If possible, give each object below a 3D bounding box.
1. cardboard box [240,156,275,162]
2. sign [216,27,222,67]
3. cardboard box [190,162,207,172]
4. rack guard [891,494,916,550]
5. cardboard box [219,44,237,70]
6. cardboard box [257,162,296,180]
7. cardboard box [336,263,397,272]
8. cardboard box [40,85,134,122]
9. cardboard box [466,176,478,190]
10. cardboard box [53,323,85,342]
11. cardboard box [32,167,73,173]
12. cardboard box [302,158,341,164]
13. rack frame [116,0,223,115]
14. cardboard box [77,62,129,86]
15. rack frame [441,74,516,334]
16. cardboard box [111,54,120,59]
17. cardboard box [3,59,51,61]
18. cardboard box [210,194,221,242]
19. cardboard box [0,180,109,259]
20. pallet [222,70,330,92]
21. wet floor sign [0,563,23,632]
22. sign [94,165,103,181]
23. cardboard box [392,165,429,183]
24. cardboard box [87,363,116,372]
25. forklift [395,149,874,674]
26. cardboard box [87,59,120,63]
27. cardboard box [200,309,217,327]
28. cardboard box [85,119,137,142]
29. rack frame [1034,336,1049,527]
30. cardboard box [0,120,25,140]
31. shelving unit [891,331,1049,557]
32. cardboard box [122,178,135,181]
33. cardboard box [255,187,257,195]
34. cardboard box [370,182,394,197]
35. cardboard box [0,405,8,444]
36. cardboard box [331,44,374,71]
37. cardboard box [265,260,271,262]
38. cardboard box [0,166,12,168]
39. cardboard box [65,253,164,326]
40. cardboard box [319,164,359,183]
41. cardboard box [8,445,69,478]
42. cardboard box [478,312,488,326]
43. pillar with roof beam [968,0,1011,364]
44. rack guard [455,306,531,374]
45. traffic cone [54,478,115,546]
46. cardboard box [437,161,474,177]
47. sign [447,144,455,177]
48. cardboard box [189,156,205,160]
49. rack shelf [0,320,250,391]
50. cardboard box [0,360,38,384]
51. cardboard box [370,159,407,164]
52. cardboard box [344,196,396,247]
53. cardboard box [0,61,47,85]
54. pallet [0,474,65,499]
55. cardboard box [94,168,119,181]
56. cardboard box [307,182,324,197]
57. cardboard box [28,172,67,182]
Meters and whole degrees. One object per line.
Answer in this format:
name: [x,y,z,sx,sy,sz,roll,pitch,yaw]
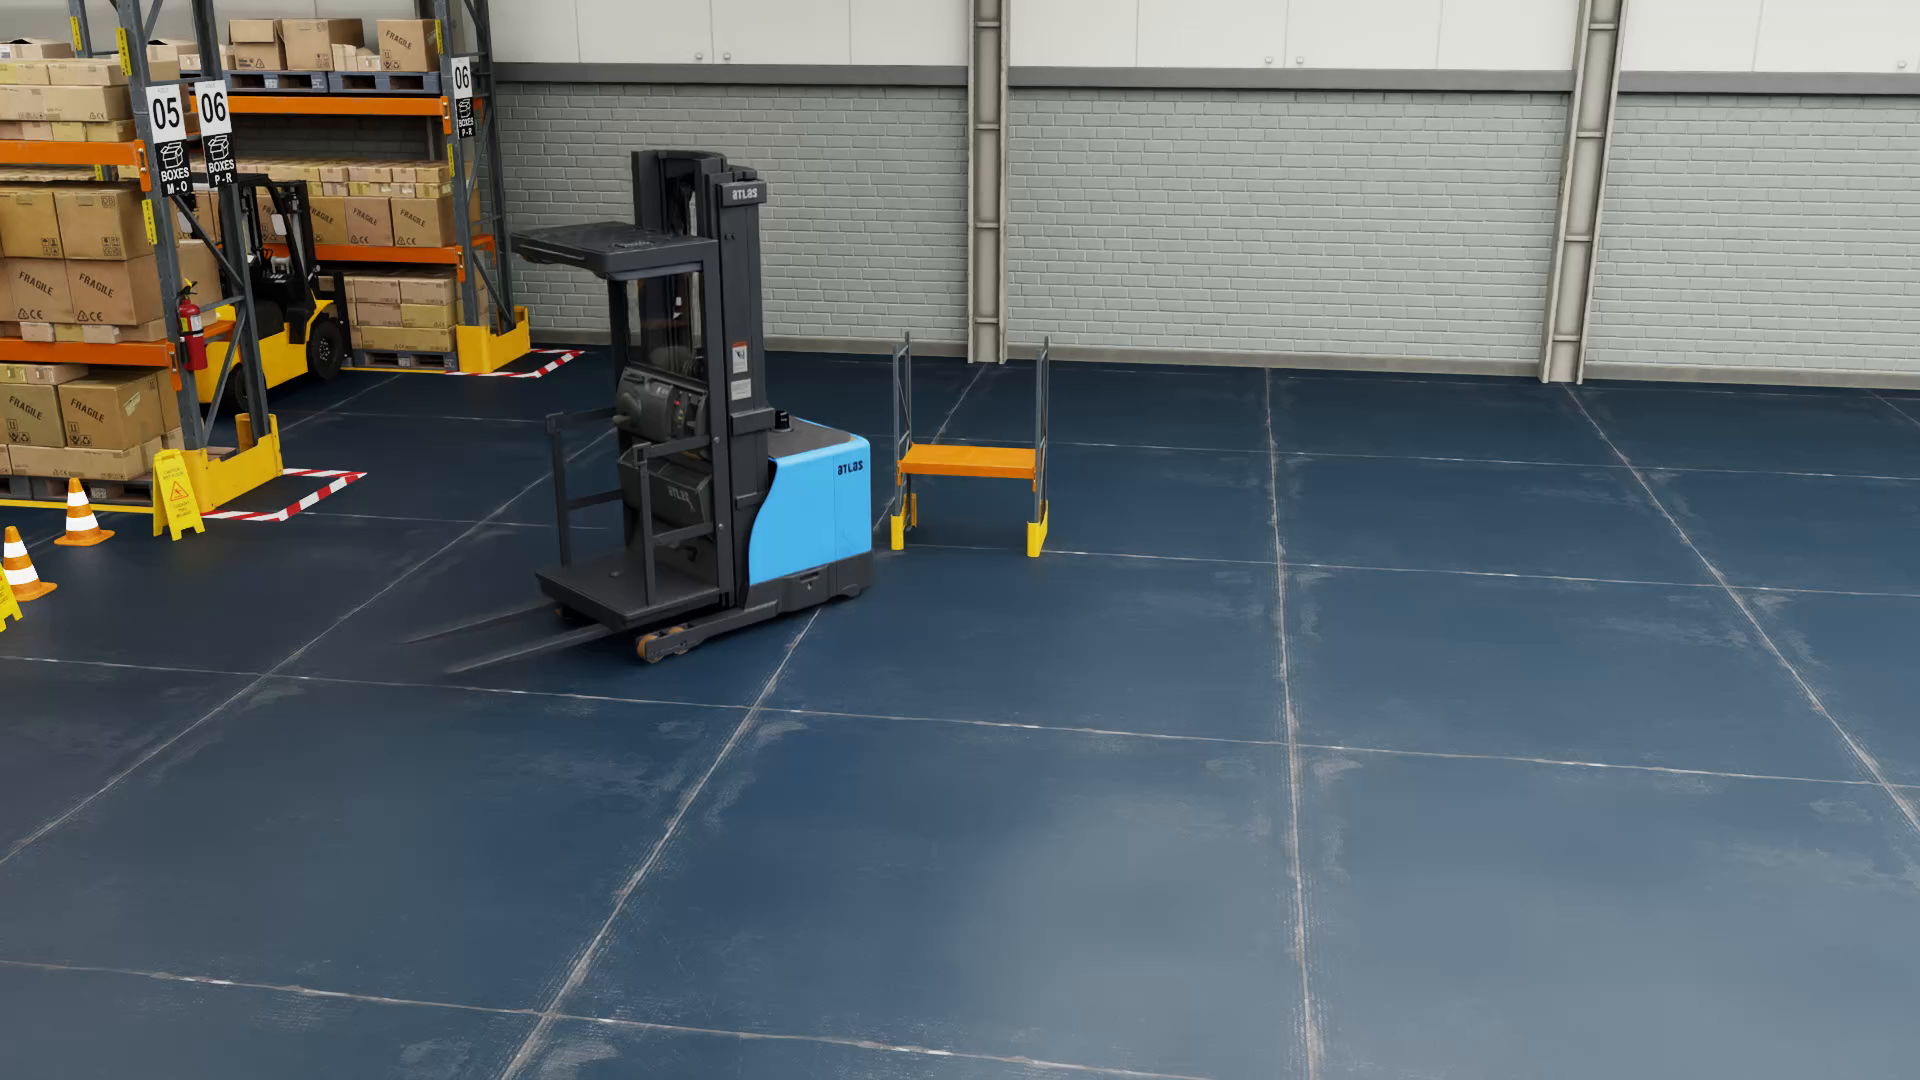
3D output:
cardboard box: [-7.649,-4.099,18.178,0.250,0.149,0.380,3,19,8]
sign: [-5.775,-3.822,12.893,0.005,0.325,0.100,3,19,9]
cardboard box: [-7.996,-3.919,17.639,0.250,0.149,0.380,3,19,10]
rack guard: [-0.416,-0.140,12.327,0.087,0.250,0.587,3,19,9]
cardboard box: [-7.610,-5.007,17.205,0.258,0.266,0.396,2,19,7]
cardboard box: [-7.226,-3.912,17.618,0.250,0.149,0.380,3,19,9]
cardboard box: [-6.508,-2.876,18.266,0.500,0.250,0.500,3,19,8]
cardboard box: [-6.409,-3.249,12.325,0.500,0.250,0.500,3,19,8]
cardboard box: [-5.371,-3.824,17.823,0.250,0.149,0.380,2,19,7]
cardboard box: [-6.782,-1.645,12.889,0.250,0.149,0.380,3,19,8]
cardboard box: [-10.099,-4.061,18.532,0.250,0.149,0.380,3,19,8]
cardboard box: [-6.898,-4.037,17.992,0.250,0.149,0.380,3,19,9]
rack frame: [-5.861,-4.660,12.048,0.127,3.000,1.000,3,19,9]
cardboard box: [-6.242,-3.421,12.212,0.250,0.149,0.380,3,19,9]
rack frame: [-5.078,-3.370,17.648,0.127,3.000,1.000,3,19,9]
cardboard box: [-8.632,-5.004,17.379,0.250,0.149,0.380,3,19,10]
cardboard box: [-7.164,-3.636,12.855,0.250,0.149,0.380,3,19,8]
cardboard box: [-7.613,-3.469,17.785,0.500,0.500,0.500,3,19,8]
cardboard box: [-6.899,-2.463,12.734,0.500,0.500,0.700,3,19,9]
pallet: [-6.980,-4.855,17.498,1.213,0.211,1.003,3,19,9]
wet floor sign: [-6.204,0.239,10.573,0.232,0.644,0.267,0,19,-1]
sign: [-9.103,-3.913,17.569,0.005,0.325,0.100,3,19,9]
cardboard box: [-5.713,-3.821,17.347,0.250,0.149,0.380,3,19,9]
cardboard box: [-7.154,-1.219,13.709,0.500,0.500,0.500,2,19,7]
forklift: [-2.001,-0.832,10.170,3.031,2.935,1.130,-16,25,-40]
cardboard box: [-6.431,-3.586,12.705,0.250,0.149,0.380,3,19,8]
cardboard box: [-6.164,-1.778,13.285,0.250,0.149,0.380,3,19,9]
cardboard box: [-6.258,-3.049,12.356,0.250,0.149,0.380,3,19,9]
rack frame: [-7.472,-1.238,13.165,16.358,1.800,0.520,3,19,9]
cardboard box: [-7.005,-3.109,12.535,0.250,0.149,0.380,3,19,9]
shelving unit: [-7.470,-1.234,13.156,16.366,1.800,0.587,3,19,9]
cardboard box: [-8.754,-3.828,17.837,0.250,0.149,0.380,3,19,8]
cardboard box: [-7.495,-3.755,17.617,0.250,0.149,0.380,2,19,7]
cardboard box: [-5.968,-3.691,17.426,0.250,0.149,0.380,3,19,10]
cardboard box: [-7.707,-1.077,13.285,0.500,0.500,0.500,2,19,7]
cardboard box: [-6.194,-4.935,16.990,0.258,0.266,0.396,3,19,9]
cardboard box: [-8.008,-2.956,18.506,0.500,0.250,0.500,3,19,8]
cardboard box: [-10.838,-4.103,18.658,0.250,0.149,0.380,3,19,9]
cardboard box: [-6.441,-1.944,12.761,0.500,0.500,0.500,3,19,8]
cardboard box: [-6.485,-3.840,17.403,0.250,0.149,0.380,3,19,10]
cardboard box: [-7.212,-0.695,13.325,0.500,0.250,0.500,3,19,9]
cardboard box: [-5.531,-2.351,18.275,0.500,0.250,0.500,3,19,9]
pillar with roof beam: [-0.381,-4.882,12.712,0.400,9.000,9.100,3,19,9]
rack guard: [-5.054,-2.184,18.041,0.348,0.500,1.175,3,19,9]
traffic cone: [-6.490,-0.229,12.259,0.334,0.463,0.336,3,19,9]
cardboard box: [-5.375,-3.950,17.733,0.250,0.149,0.380,3,19,8]
sign: [-5.177,-3.862,16.921,0.005,0.325,0.100,3,19,9]
cardboard box: [-8.423,-4.121,18.242,0.250,0.149,0.380,2,19,7]
rack shelf: [-7.836,-1.574,13.415,4.000,0.370,1.077,3,19,9]
cardboard box: [-7.314,-1.343,13.057,0.250,0.149,0.380,3,19,10]
cardboard box: [-6.133,-4.000,17.881,0.250,0.149,0.380,3,19,9]
cardboard box: [-6.116,-3.389,17.547,0.500,0.500,0.500,4,19,10]
cardboard box: [-6.988,-3.482,12.394,0.250,0.149,0.380,3,19,9]
pallet: [-7.934,-0.610,13.795,1.213,0.211,1.003,3,19,9]
cardboard box: [-9.340,-4.011,18.385,0.250,0.149,0.380,2,19,7]
cardboard box: [-6.735,-3.712,17.489,0.250,0.149,0.380,3,19,9]
cardboard box: [-9.890,-3.910,18.083,0.250,0.149,0.380,3,19,9]
